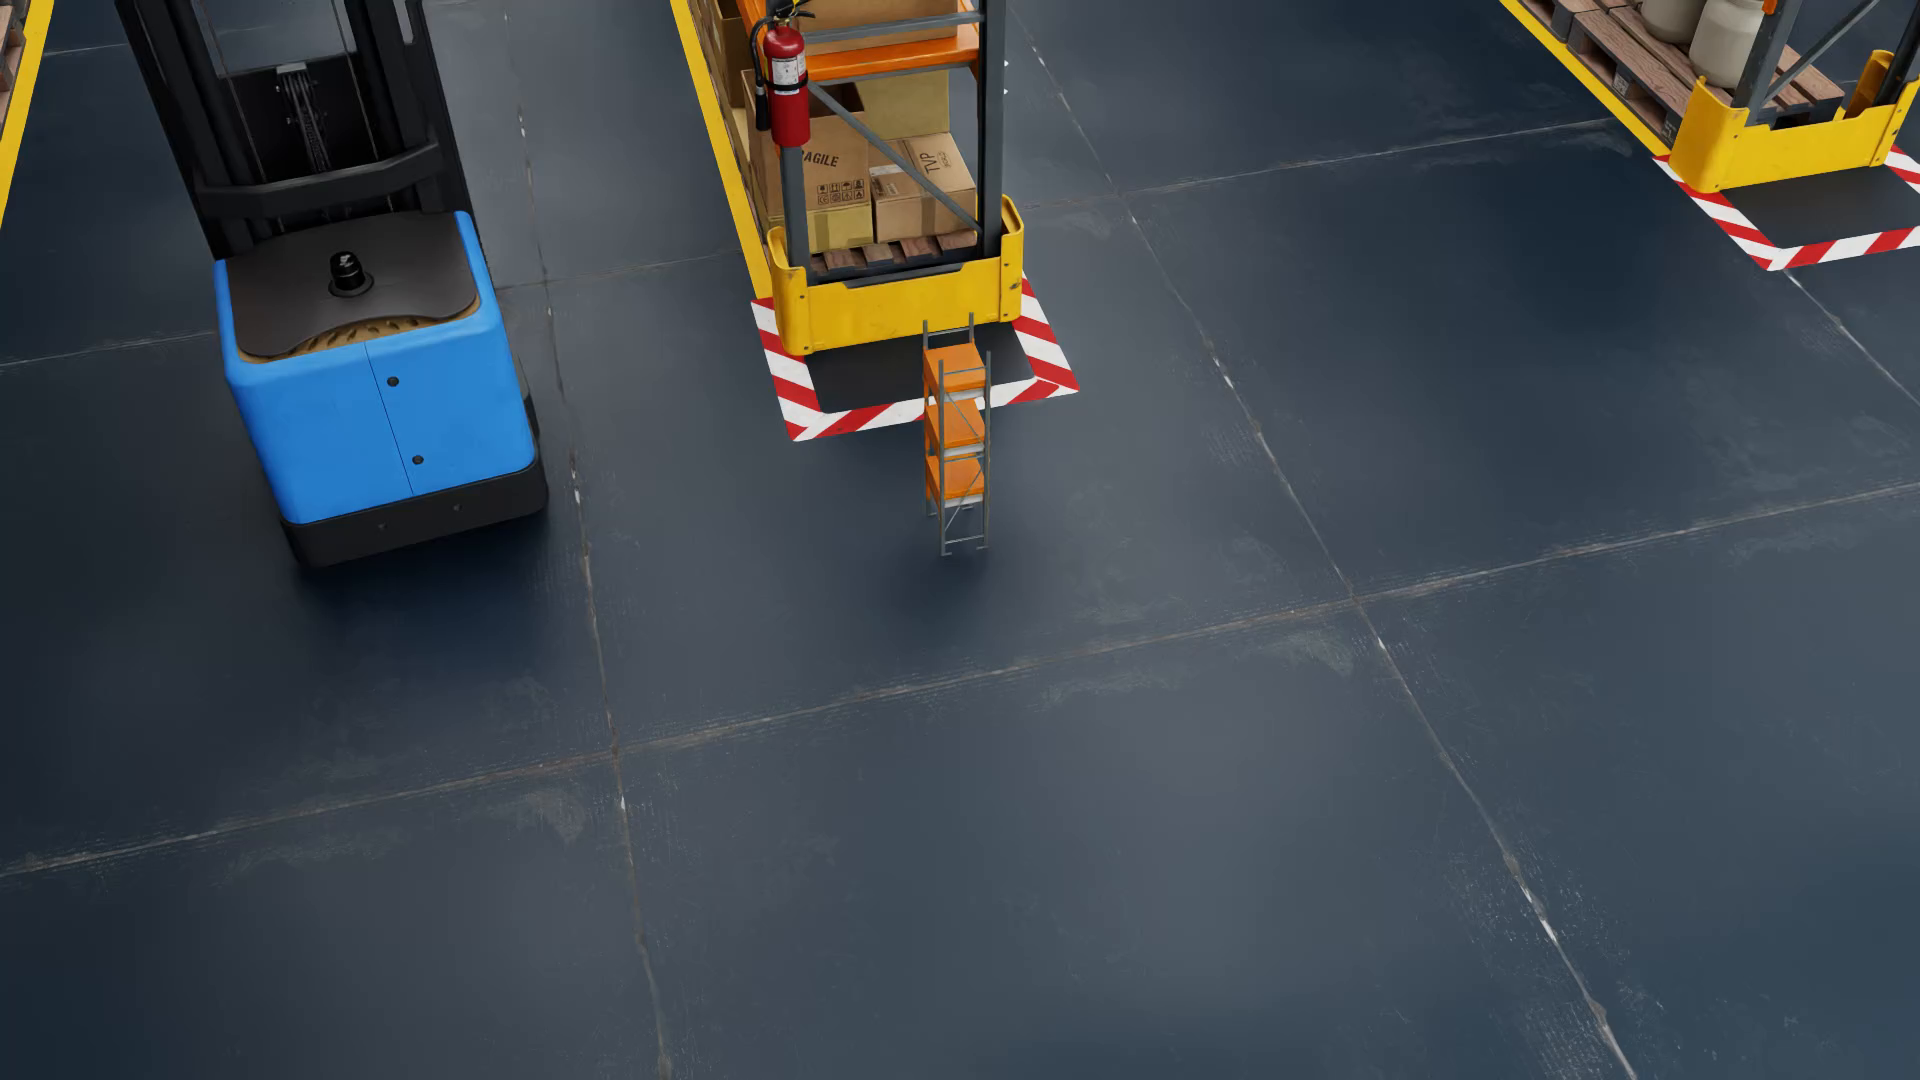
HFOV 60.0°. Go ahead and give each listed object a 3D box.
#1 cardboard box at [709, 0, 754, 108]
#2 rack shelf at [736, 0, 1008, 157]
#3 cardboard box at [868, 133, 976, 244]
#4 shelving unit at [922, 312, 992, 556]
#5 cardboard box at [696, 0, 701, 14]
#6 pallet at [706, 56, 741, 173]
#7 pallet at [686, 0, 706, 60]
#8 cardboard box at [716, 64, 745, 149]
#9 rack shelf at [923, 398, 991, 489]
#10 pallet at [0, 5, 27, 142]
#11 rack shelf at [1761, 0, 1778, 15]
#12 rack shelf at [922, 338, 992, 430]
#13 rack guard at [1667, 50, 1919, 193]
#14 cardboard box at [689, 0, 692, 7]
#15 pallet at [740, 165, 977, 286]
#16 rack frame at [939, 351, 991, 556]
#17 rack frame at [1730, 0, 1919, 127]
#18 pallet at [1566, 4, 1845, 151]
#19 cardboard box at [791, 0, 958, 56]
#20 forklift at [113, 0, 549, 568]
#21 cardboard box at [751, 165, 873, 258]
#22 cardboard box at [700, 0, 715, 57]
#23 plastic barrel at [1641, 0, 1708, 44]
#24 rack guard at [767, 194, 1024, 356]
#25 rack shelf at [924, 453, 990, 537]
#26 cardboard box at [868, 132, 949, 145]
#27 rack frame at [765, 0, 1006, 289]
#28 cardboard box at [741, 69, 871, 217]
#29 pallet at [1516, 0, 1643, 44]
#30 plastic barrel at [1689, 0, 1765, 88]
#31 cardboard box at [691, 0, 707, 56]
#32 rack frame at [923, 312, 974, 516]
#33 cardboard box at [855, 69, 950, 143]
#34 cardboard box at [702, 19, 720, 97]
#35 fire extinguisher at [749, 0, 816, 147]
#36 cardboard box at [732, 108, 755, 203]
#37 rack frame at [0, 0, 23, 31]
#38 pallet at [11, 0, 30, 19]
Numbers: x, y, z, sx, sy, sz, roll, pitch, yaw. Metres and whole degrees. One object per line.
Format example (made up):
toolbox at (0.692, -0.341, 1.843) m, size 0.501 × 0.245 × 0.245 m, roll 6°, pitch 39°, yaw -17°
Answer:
cardboard box at (-0.999, -2.602, 8.557) m, size 0.500 × 0.500 × 0.500 m, roll -11°, pitch 47°, yaw -10°
rack shelf at (-0.816, -3.280, 8.619) m, size 1.077 × 0.370 × 4.000 m, roll -11°, pitch 47°, yaw -10°
cardboard box at (-0.226, -1.747, 8.244) m, size 0.500 × 0.250 × 0.500 m, roll -11°, pitch 47°, yaw -10°
shelving unit at (-0.014, -0.404, 6.662) m, size 0.215 × 1.050 × 0.252 m, roll -11°, pitch 47°, yaw -10°
cardboard box at (-1.255, -3.292, 9.233) m, size 0.500 × 0.500 × 0.500 m, roll -11°, pitch 47°, yaw -10°
pallet at (-0.849, -2.536, 9.339) m, size 1.003 × 0.211 × 1.213 m, roll -11°, pitch 47°, yaw -10°
pallet at (-1.165, -3.380, 10.166) m, size 1.003 × 0.211 × 1.213 m, roll -11°, pitch 47°, yaw -10°
cardboard box at (-0.996, -2.340, 8.825) m, size 0.500 × 0.250 × 0.500 m, roll -11°, pitch 47°, yaw -10°
rack shelf at (-0.014, -0.397, 6.670) m, size 0.215 × 0.259 × 0.240 m, roll -11°, pitch 47°, yaw -10°
pallet at (-5.909, -2.571, 9.373) m, size 1.003 × 0.211 × 1.213 m, roll -11°, pitch 47°, yaw -10°
rack shelf at (3.974, -4.183, 9.504) m, size 1.077 × 0.370 × 4.000 m, roll -11°, pitch 47°, yaw -10°
rack shelf at (-0.014, -0.596, 6.467) m, size 0.215 × 0.259 × 0.240 m, roll -11°, pitch 47°, yaw -10°
rack guard at (4.421, -2.223, 8.830) m, size 1.175 × 0.500 × 0.348 m, roll -11°, pitch 47°, yaw -10°
cardboard box at (-1.379, -3.376, 9.840) m, size 0.500 × 0.250 × 0.500 m, roll -11°, pitch 47°, yaw -10°
pallet at (-0.540, -1.696, 8.515) m, size 1.003 × 0.211 × 1.213 m, roll -11°, pitch 47°, yaw -10°
rack frame at (0.018, -0.320, 6.579) m, size 0.200 × 1.050 × 0.008 m, roll -11°, pitch 47°, yaw -10°
rack frame at (4.486, -3.054, 7.894) m, size 1.000 × 3.000 × 0.127 m, roll -11°, pitch 47°, yaw -10°
pallet at (4.218, -2.684, 9.483) m, size 1.003 × 0.211 × 1.213 m, roll -11°, pitch 47°, yaw -10°
cardboard box at (-0.411, -2.511, 7.291) m, size 0.700 × 0.500 × 0.500 m, roll -11°, pitch 47°, yaw -10°
forklift at (-2.755, -1.982, 6.891) m, size 1.130 × 2.935 × 3.031 m, roll -15°, pitch 48°, yaw -15°
cardboard box at (-0.727, -1.652, 8.151) m, size 0.500 × 0.250 × 0.500 m, roll -11°, pitch 47°, yaw -10°
cardboard box at (-1.126, -2.947, 8.895) m, size 0.500 × 0.500 × 0.500 m, roll -11°, pitch 47°, yaw -10°
plastic barrel at (4.115, -3.117, 9.403) m, size 0.421 × 0.512 × 0.421 m, roll 0°, pitch 46°, yaw 0°
rack guard at (-0.297, -1.260, 7.885) m, size 1.175 × 0.500 × 0.348 m, roll -11°, pitch 47°, yaw -10°
rack shelf at (-0.014, -0.202, 6.868) m, size 0.215 × 0.259 × 0.240 m, roll -11°, pitch 47°, yaw -10°
cardboard box at (-0.357, -2.091, 8.581) m, size 0.500 × 0.250 × 0.500 m, roll -11°, pitch 47°, yaw -10°
rack frame at (-0.304, -2.151, 7.009) m, size 1.000 × 3.000 × 0.127 m, roll -11°, pitch 47°, yaw -10°
cardboard box at (-0.729, -1.914, 7.883) m, size 0.500 × 0.500 × 0.500 m, roll -11°, pitch 47°, yaw -10°
pallet at (3.909, -3.525, 10.307) m, size 1.003 × 0.211 × 1.213 m, roll -11°, pitch 47°, yaw -10°
plastic barrel at (4.243, -2.771, 9.064) m, size 0.421 × 0.512 × 0.421 m, roll 0°, pitch 46°, yaw 0°
cardboard box at (-1.256, -3.030, 9.501) m, size 0.500 × 0.250 × 0.500 m, roll -11°, pitch 47°, yaw -10°
rack frame at (-0.045, -0.489, 6.745) m, size 0.200 × 1.050 × 0.008 m, roll -11°, pitch 47°, yaw -10°
cardboard box at (-0.356, -2.354, 8.314) m, size 0.500 × 0.500 × 0.500 m, roll -11°, pitch 47°, yaw -10°
cardboard box at (-1.122, -2.686, 9.164) m, size 0.500 × 0.250 × 0.500 m, roll -11°, pitch 47°, yaw -10°
fire extinguisher at (-0.722, -1.958, 6.873) m, size 0.296 × 0.674 × 0.183 m, roll -11°, pitch 47°, yaw -10°
cardboard box at (-0.866, -1.995, 8.487) m, size 0.500 × 0.250 × 0.500 m, roll -11°, pitch 47°, yaw -10°
rack frame at (-6.115, -4.005, 8.825) m, size 1.000 × 3.000 × 0.127 m, roll -11°, pitch 47°, yaw -10°
pallet at (-6.316, -3.566, 10.348) m, size 1.003 × 0.211 × 1.213 m, roll -11°, pitch 47°, yaw -10°
